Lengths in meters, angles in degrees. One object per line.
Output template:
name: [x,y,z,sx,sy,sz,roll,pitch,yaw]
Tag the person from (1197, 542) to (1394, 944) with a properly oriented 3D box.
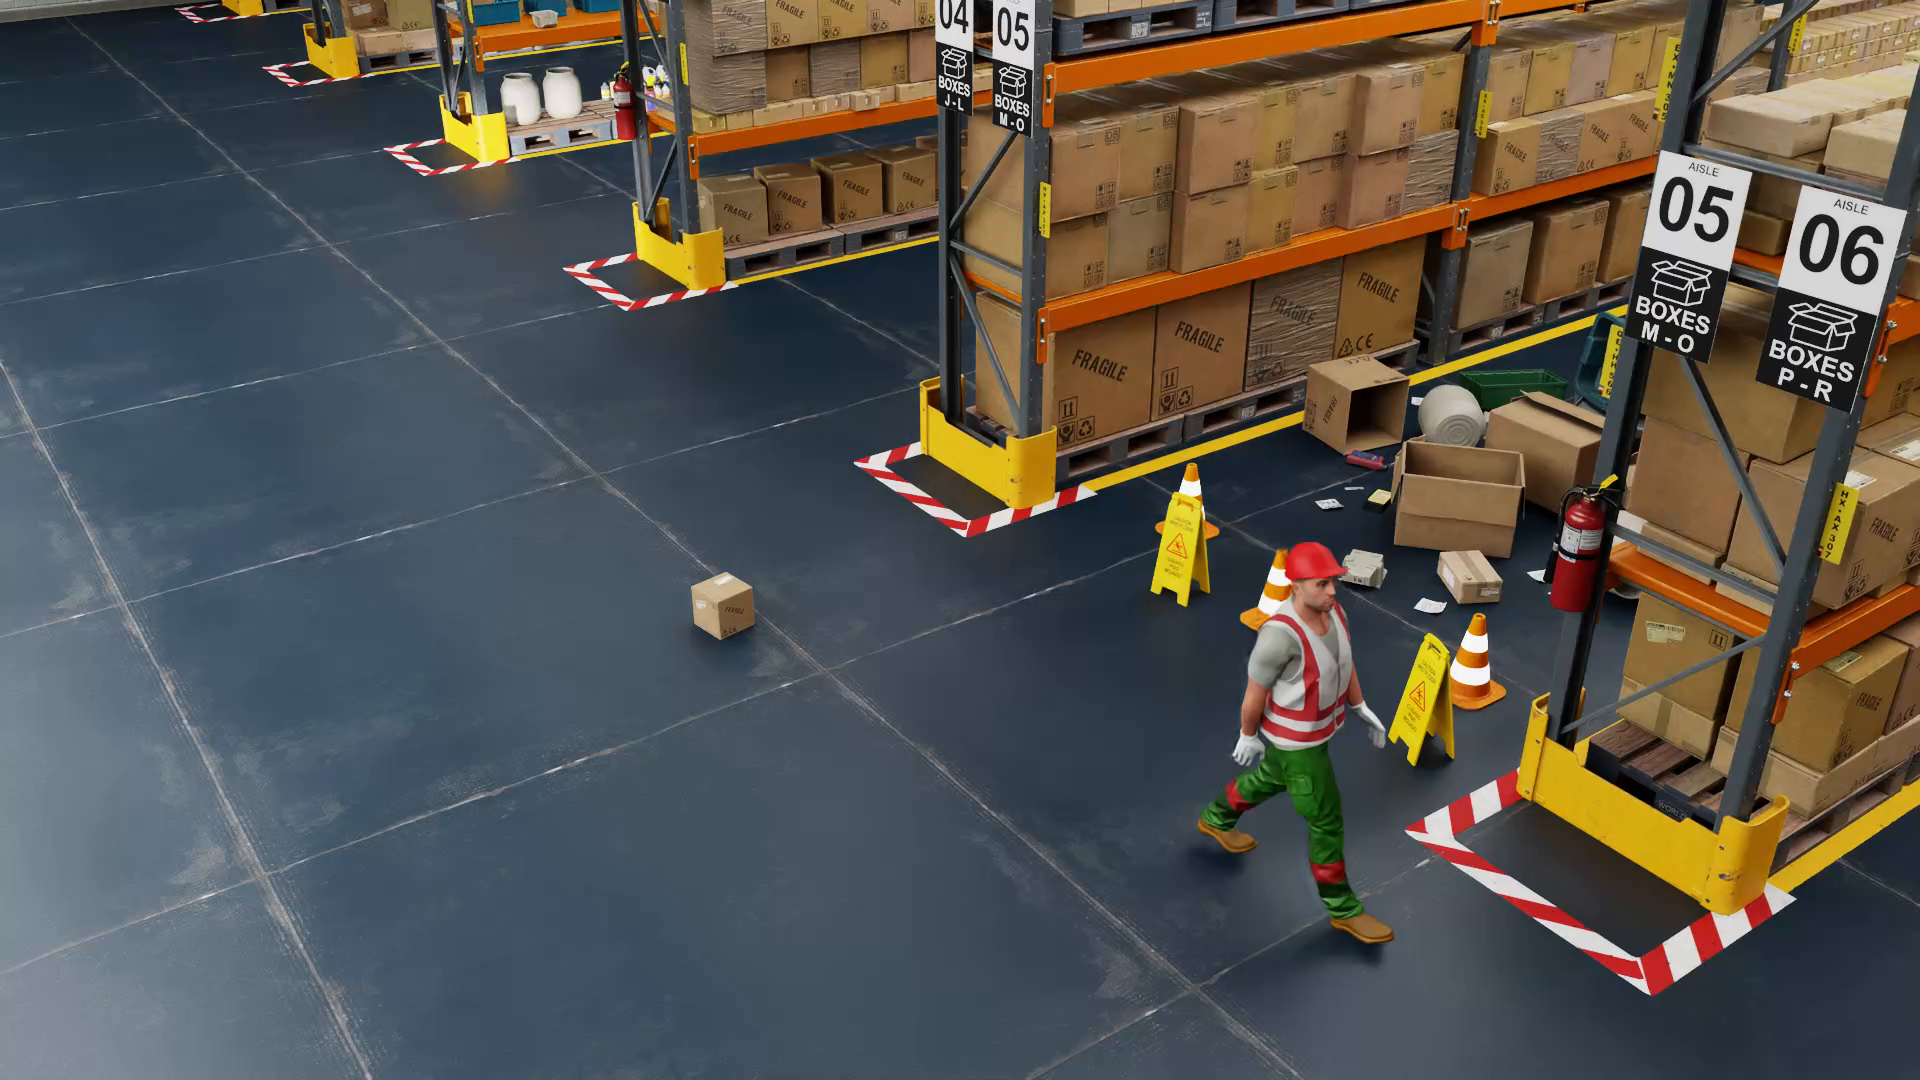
person: [1.506,0.809,7.104,1.057,1.743,0.527,20,34,32]
